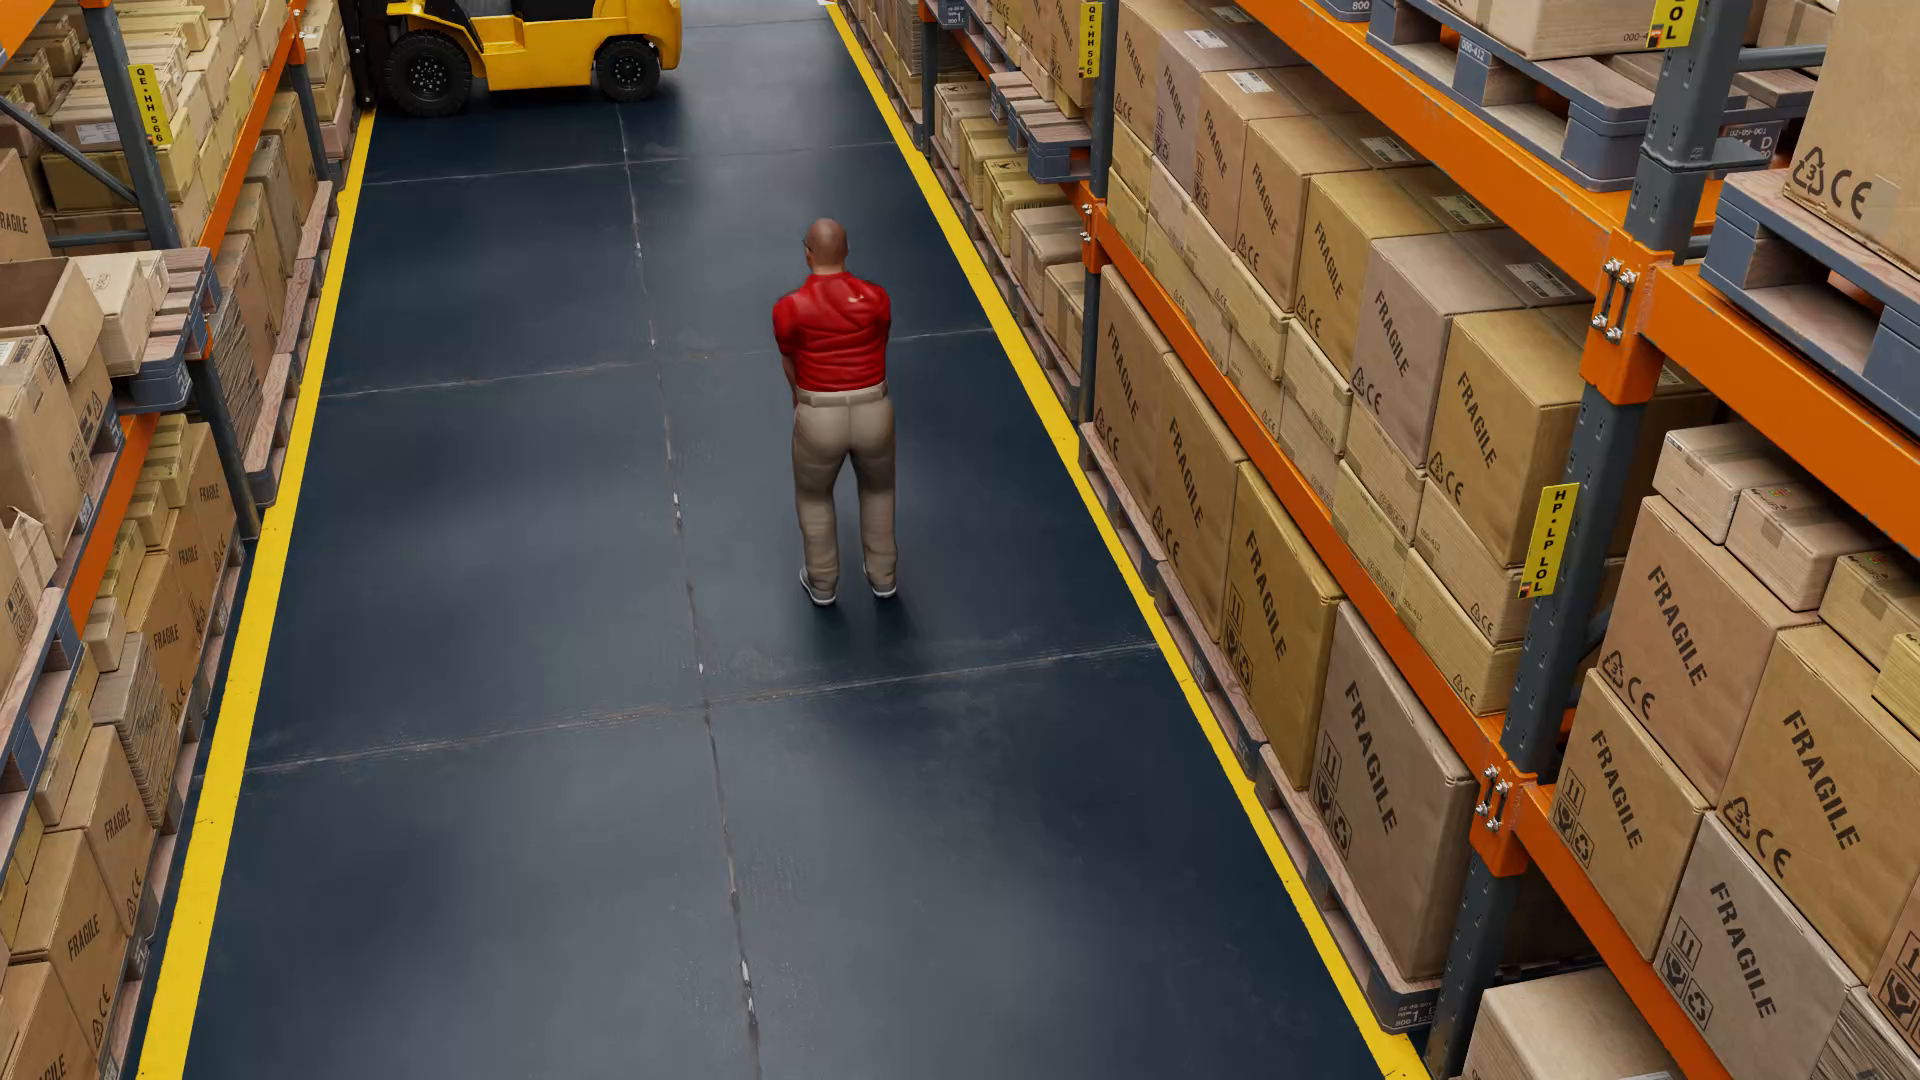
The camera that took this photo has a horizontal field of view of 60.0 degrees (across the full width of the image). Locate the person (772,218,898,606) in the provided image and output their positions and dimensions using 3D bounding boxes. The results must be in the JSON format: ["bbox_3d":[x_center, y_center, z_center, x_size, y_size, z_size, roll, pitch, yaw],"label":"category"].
[{"bbox_3d":[-0.522,-0.542,6.972,0.486,1.721,0.562,-8,35,-11],"label":"person"}]
